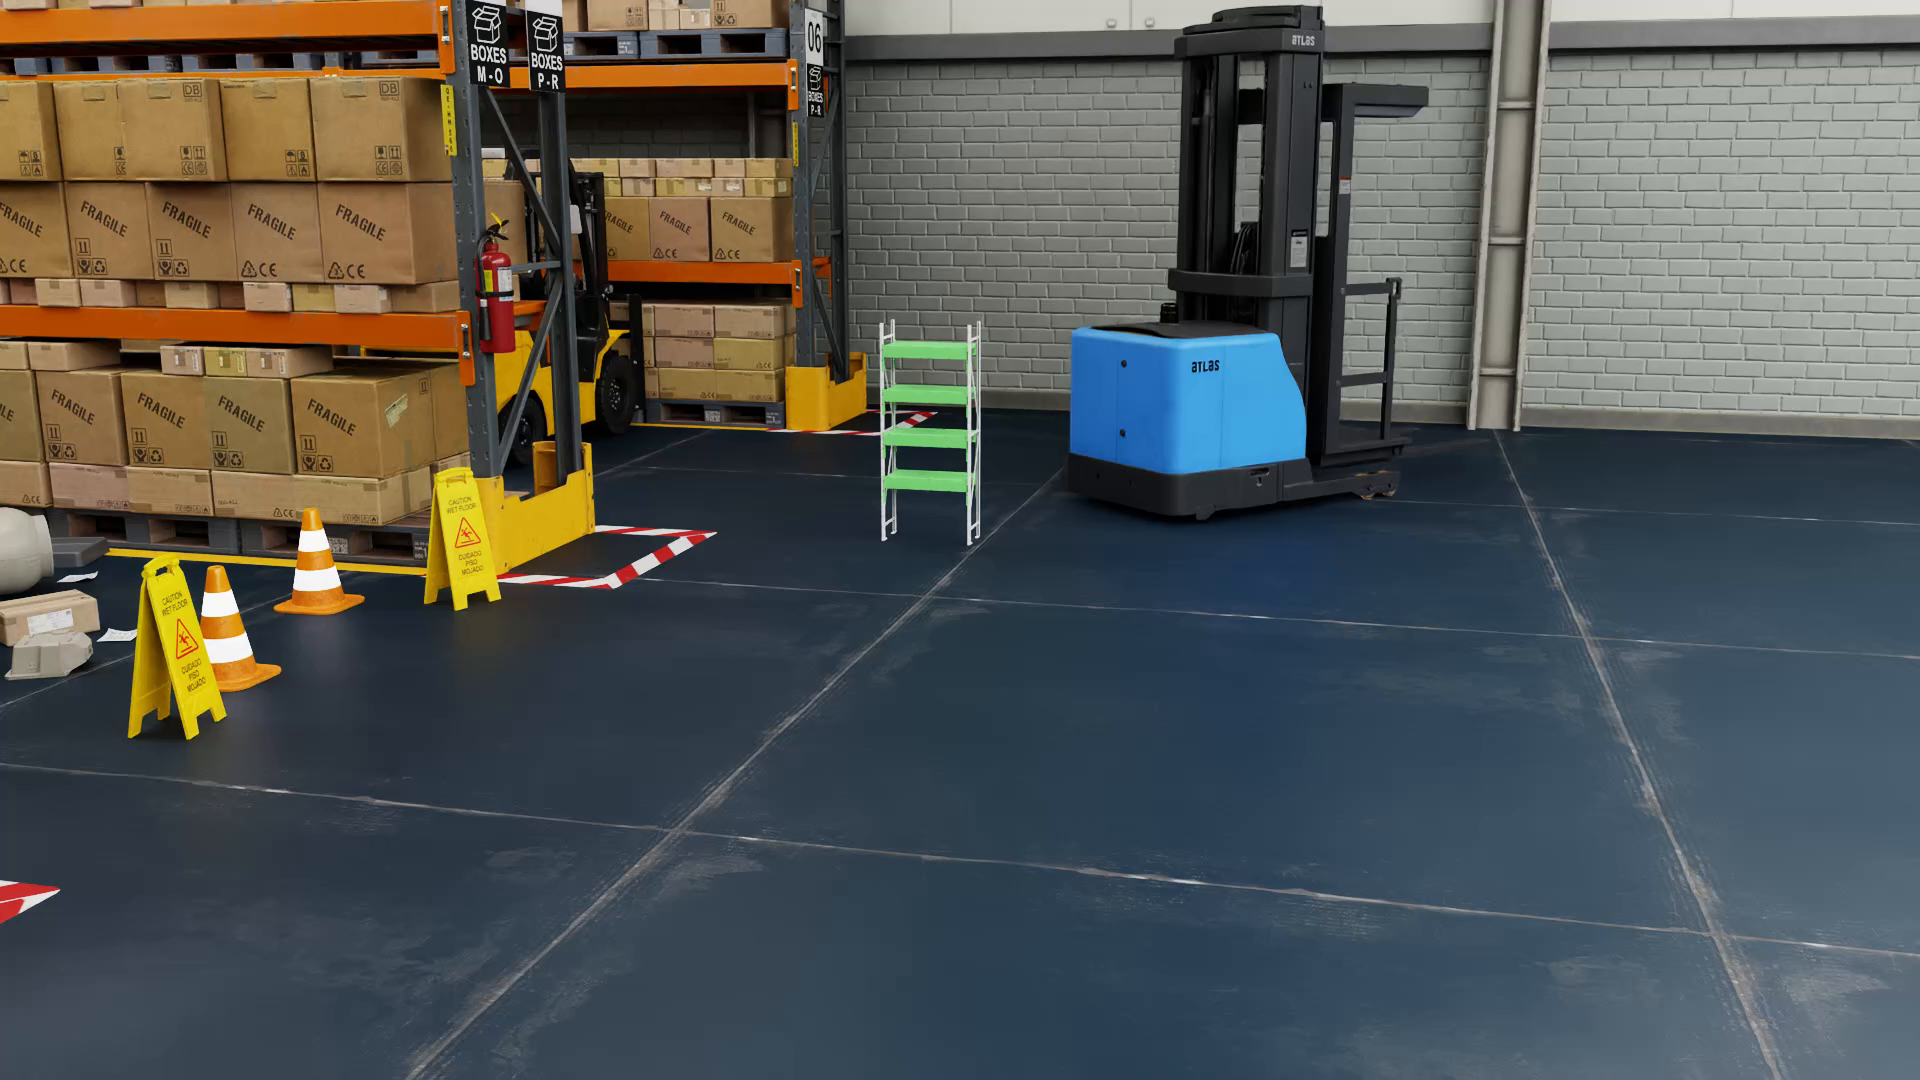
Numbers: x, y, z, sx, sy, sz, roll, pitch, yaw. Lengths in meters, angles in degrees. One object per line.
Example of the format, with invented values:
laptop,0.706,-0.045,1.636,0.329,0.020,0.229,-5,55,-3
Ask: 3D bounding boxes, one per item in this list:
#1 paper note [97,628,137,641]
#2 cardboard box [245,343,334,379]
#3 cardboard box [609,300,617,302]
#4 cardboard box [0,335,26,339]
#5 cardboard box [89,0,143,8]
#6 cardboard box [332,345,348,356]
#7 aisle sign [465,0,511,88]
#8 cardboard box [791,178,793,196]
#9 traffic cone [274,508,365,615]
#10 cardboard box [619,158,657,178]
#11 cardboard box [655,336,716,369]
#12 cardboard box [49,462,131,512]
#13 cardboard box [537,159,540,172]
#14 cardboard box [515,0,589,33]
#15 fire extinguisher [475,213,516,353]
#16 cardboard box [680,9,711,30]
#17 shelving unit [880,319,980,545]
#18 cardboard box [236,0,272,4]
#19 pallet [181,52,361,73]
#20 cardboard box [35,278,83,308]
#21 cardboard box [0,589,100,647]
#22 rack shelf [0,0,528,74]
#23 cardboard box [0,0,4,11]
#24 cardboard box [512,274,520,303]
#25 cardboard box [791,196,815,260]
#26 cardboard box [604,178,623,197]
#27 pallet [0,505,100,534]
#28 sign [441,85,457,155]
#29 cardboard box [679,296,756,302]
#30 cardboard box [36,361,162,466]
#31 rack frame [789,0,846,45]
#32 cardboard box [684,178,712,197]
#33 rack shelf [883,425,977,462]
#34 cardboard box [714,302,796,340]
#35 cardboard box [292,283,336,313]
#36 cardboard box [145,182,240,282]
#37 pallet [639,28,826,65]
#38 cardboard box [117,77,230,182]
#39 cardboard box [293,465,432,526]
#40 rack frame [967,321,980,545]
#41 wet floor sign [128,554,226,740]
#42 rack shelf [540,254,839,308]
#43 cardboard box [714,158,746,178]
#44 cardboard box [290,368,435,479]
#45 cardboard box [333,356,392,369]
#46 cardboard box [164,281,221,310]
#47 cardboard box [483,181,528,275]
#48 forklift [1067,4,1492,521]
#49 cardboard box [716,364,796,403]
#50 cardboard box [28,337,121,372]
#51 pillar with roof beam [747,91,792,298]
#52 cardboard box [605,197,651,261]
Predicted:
paper note,-3.689,0.413,7.301,0.142,0.019,0.148,-1,13,-6
cardboard box,-3.508,-0.943,8.708,0.250,0.149,0.380,3,13,15
cardboard box,-3.111,-1.836,13.655,0.500,0.250,0.500,3,13,12
cardboard box,-8.274,-1.875,15.275,0.625,0.625,0.875,3,13,15
cardboard box,-4.210,-2.778,8.483,0.250,0.149,0.380,3,13,13
cardboard box,-5.502,-1.728,14.609,0.625,0.625,0.875,4,13,16
aisle sign,-2.304,-2.611,8.074,0.004,0.787,0.394,3,13,14
cardboard box,-1.376,-2.888,13.595,0.250,0.149,0.380,3,13,12
traffic cone,-3.021,0.082,7.798,0.334,0.463,0.336,3,13,14
cardboard box,-2.518,-2.968,13.270,0.250,0.149,0.380,3,13,15
cardboard box,-2.141,-1.544,13.494,0.500,0.250,0.500,3,13,13
cardboard box,-4.634,-0.336,9.203,0.500,0.250,0.500,3,13,13
cardboard box,-3.238,-3.030,13.550,0.250,0.149,0.380,3,13,14
cardboard box,-3.127,-4.303,13.338,0.637,0.503,0.797,3,13,15
fire extinguisher,-2.294,-1.265,8.190,0.183,0.674,0.296,3,13,14
cardboard box,-1.986,-4.025,12.903,0.250,0.149,0.380,3,13,12
shelving unit,-0.161,-0.594,9.142,0.503,1.200,0.258,3,13,14
cardboard box,-3.437,-2.761,8.410,0.250,0.149,0.380,3,13,14
pallet,-5.852,-4.072,14.176,1.217,0.209,0.805,3,13,11
cardboard box,-4.710,-1.339,8.922,0.250,0.149,0.380,3,13,14
cardboard box,-4.051,0.343,7.346,0.250,0.149,0.380,12,17,43
rack shelf,-4.237,-2.623,8.866,4.000,0.370,1.077,3,13,14
cardboard box,-4.936,-2.835,8.741,0.250,0.149,0.380,3,13,12
cardboard box,-2.575,-1.344,8.948,0.250,0.149,0.380,3,13,14
cardboard box,-1.524,-2.583,13.719,0.500,0.500,0.500,3,13,15
cardboard box,-2.764,-2.836,13.362,0.250,0.149,0.380,3,13,14
pallet,-5.518,-0.225,9.759,1.213,0.211,1.003,3,13,14
sign,-2.447,-2.010,7.964,0.005,0.325,0.100,3,13,14
cardboard box,-2.016,-1.891,13.900,0.500,0.250,0.500,3,13,14
cardboard box,-4.645,-0.702,9.121,0.500,0.500,0.500,4,13,16
rack frame,-1.109,-5.379,12.701,0.127,3.000,1.000,3,13,14
cardboard box,-2.005,-2.808,13.235,0.250,0.149,0.380,3,13,15
rack shelf,-0.161,-0.532,9.156,0.480,0.148,0.258,3,13,14
cardboard box,-1.631,-1.759,13.307,0.500,0.250,0.500,4,13,15
cardboard box,-3.225,-1.265,8.591,0.250,0.149,0.380,3,13,13
cardboard box,-3.858,-1.624,8.710,0.500,0.500,0.500,3,13,13
pallet,-1.789,-3.913,13.225,1.213,0.211,1.003,3,13,14
cardboard box,-3.852,-2.101,8.554,0.500,0.500,0.700,3,13,13
cardboard box,-3.167,-0.255,8.837,0.500,0.250,0.500,3,13,13
rack frame,0.076,-0.582,9.085,0.015,1.200,0.240,3,13,14
wet floor sign,-2.880,0.375,6.055,0.232,0.644,0.267,1,13,4
rack shelf,-3.051,-2.202,13.896,4.000,0.370,1.077,3,13,14
cardboard box,-1.754,-2.941,13.150,0.250,0.149,0.380,3,13,14
cardboard box,-3.135,-0.621,8.756,0.500,0.500,0.500,3,13,14
cardboard box,-3.544,-0.762,9.390,0.500,0.500,0.500,3,13,11
cardboard box,-3.968,-1.309,8.790,0.250,0.149,0.380,3,13,13
cardboard box,-2.688,-1.683,8.976,0.500,0.500,0.500,3,13,13
forklift,2.166,-1.767,10.431,3.031,2.935,1.130,-8,15,-33
cardboard box,-1.641,-1.270,13.413,0.500,0.250,0.500,3,13,14
cardboard box,-4.802,-1.013,9.023,0.250,0.149,0.380,4,13,17
pillar with roof beam,-2.601,-4.699,9.638,0.400,9.000,9.100,3,13,14
cardboard box,-2.649,-2.524,13.456,0.500,0.500,0.500,3,13,12
